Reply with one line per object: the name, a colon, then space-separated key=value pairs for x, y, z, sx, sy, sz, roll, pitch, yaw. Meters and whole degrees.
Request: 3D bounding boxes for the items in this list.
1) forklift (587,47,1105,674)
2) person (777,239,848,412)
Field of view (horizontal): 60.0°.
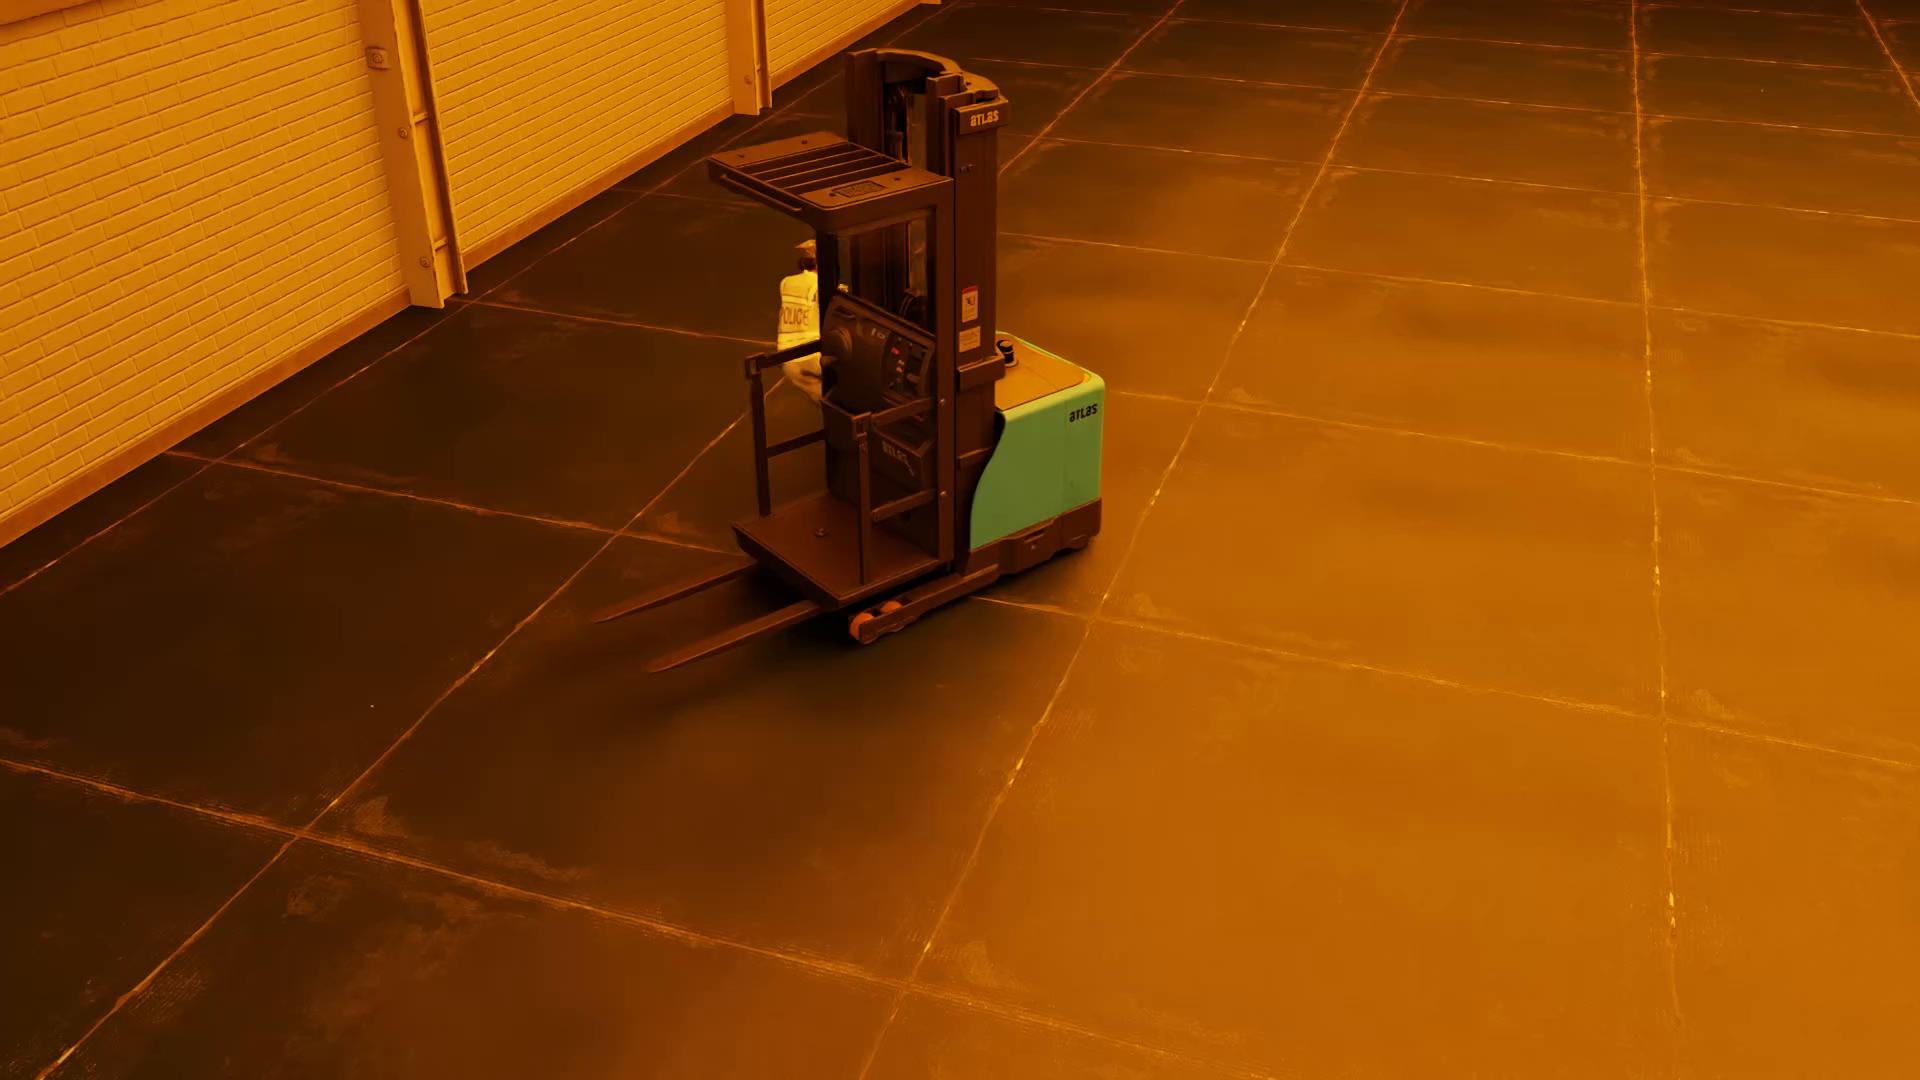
forklift: x=-0.612 y=-1.001 z=8.892 sx=3.031 sy=2.935 sz=1.130 roll=-22 pitch=36 yaw=-33
person: x=-0.791 y=-1.240 z=10.813 sx=0.915 sy=1.435 sz=0.834 roll=10 pitch=31 yaw=17
